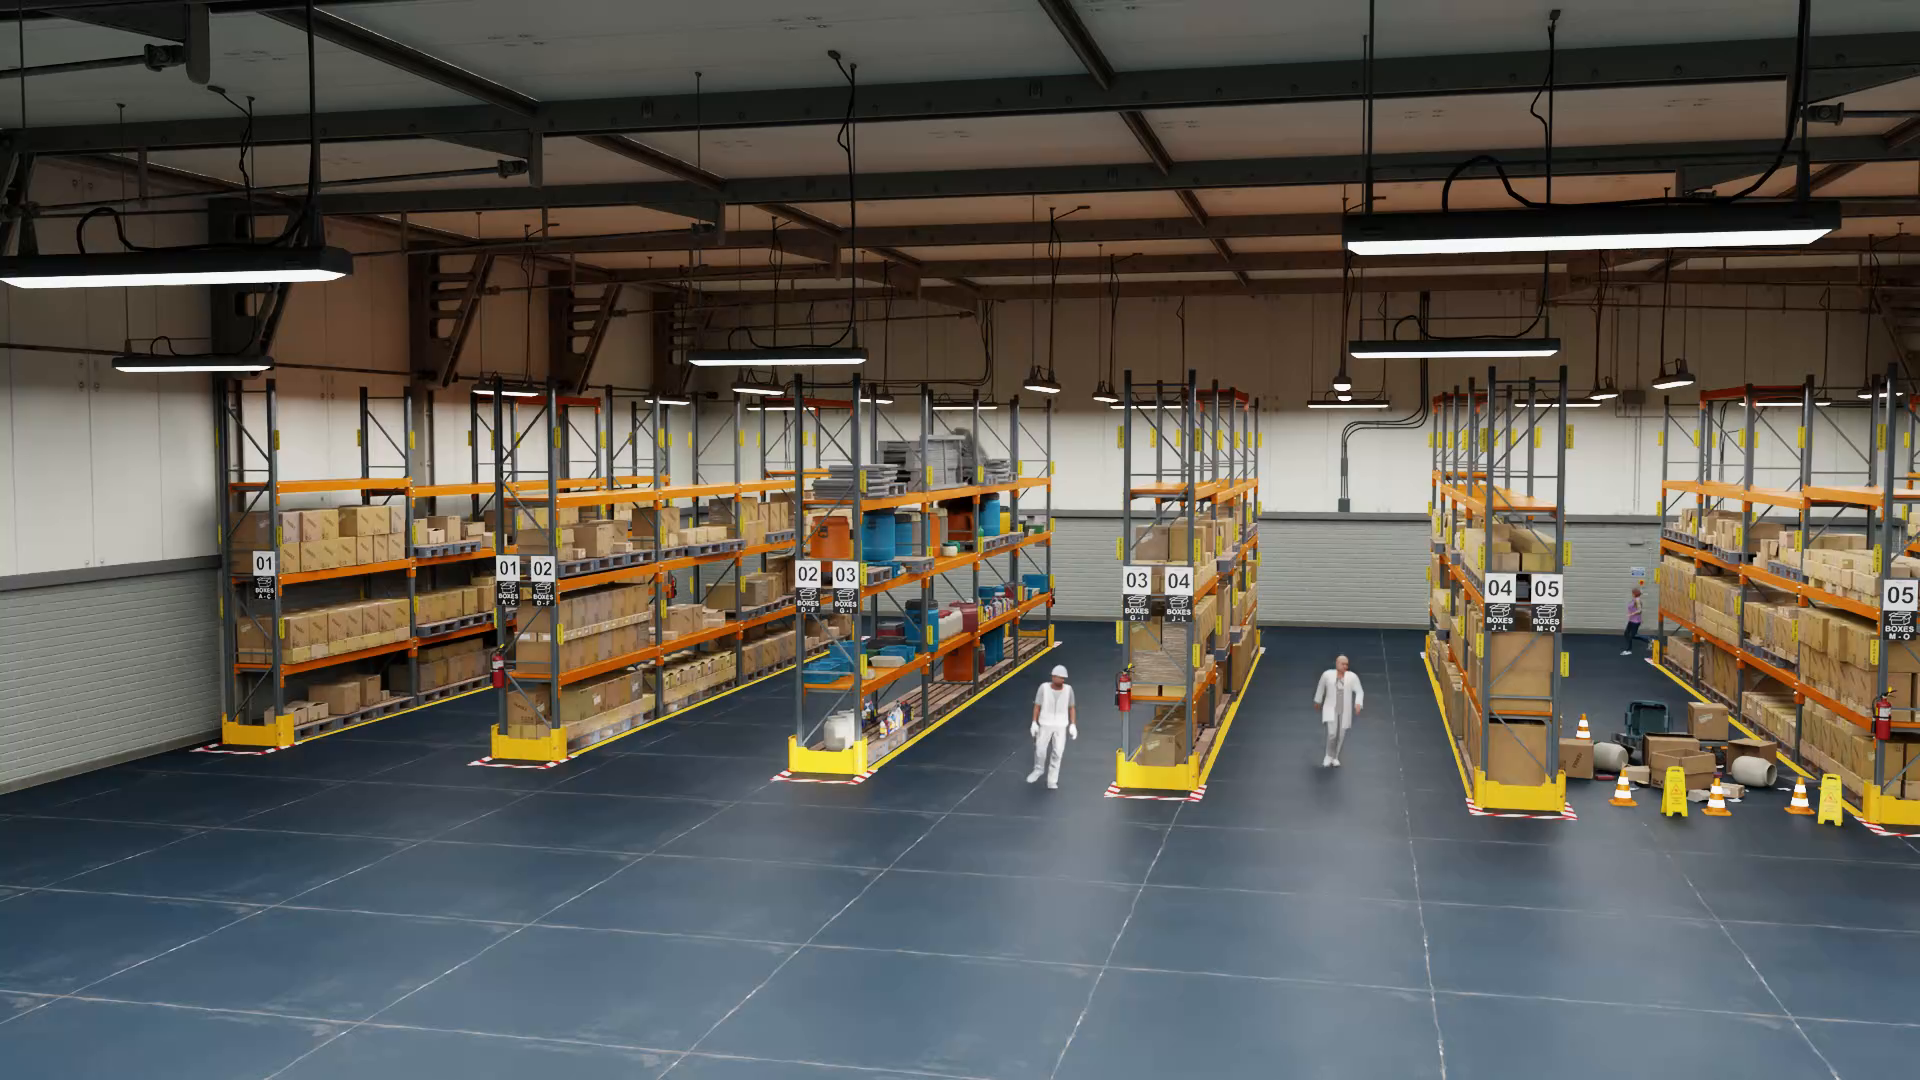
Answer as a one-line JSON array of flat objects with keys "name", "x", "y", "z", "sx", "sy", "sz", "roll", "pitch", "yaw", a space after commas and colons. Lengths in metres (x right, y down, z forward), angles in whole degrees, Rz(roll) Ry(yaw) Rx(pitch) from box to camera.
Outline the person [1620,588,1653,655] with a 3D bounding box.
[{"name": "person", "x": 15.761, "y": 1.913, "z": 38.692, "sx": 0.756, "sy": 1.575, "sz": 0.543, "roll": 1, "pitch": 3, "yaw": 11}]

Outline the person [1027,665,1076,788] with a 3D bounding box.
[{"name": "person", "x": 1.315, "y": 2.666, "z": 23.869, "sx": 0.694, "sy": 1.767, "sz": 0.497, "roll": 0, "pitch": 3, "yaw": -4}]

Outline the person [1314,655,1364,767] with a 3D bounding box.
[{"name": "person", "x": 5.773, "y": 2.606, "z": 25.240, "sx": 0.668, "sy": 1.731, "sz": 0.878, "roll": 0, "pitch": 3, "yaw": 1}]
